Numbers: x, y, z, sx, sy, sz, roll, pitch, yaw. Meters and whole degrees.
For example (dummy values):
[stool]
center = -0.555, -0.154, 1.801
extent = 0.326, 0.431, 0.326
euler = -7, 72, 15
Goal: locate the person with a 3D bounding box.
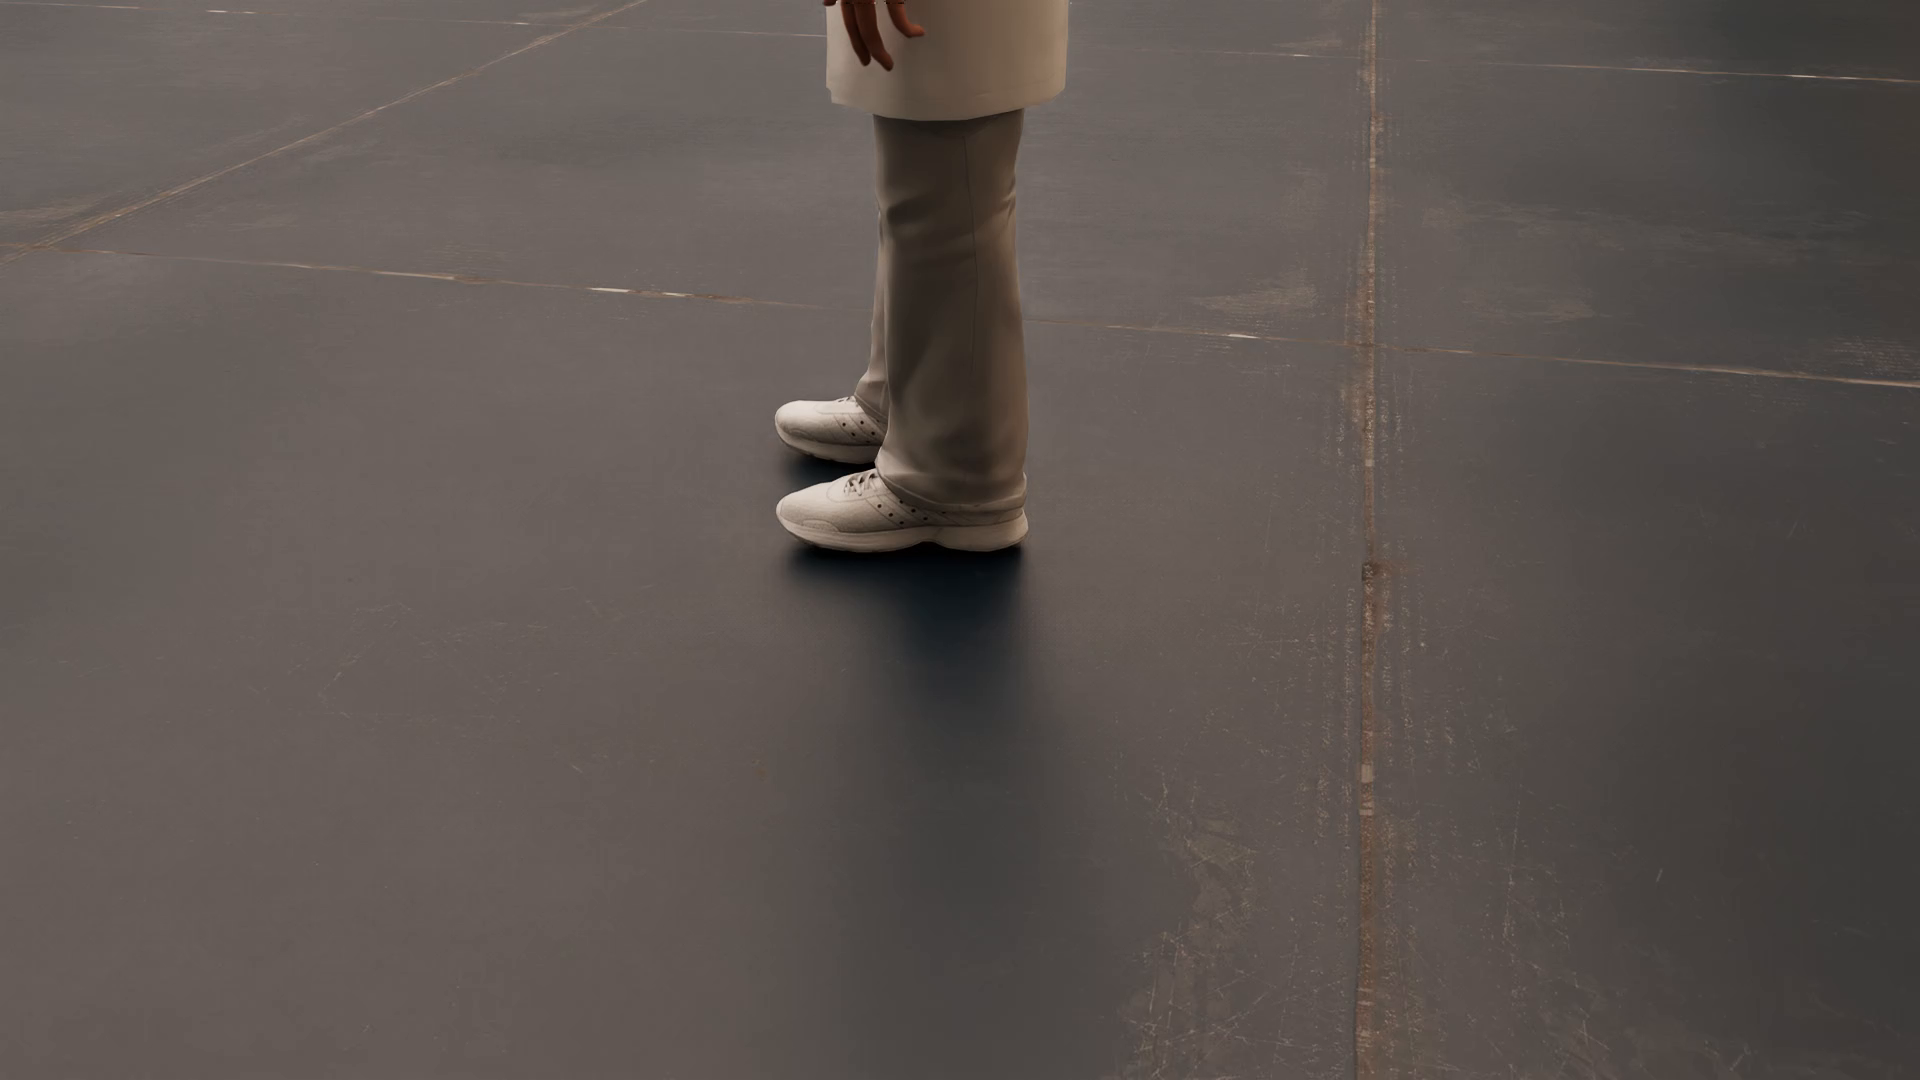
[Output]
[person]
center = -0.089, -0.811, 2.118
extent = 0.578, 1.778, 0.696
euler = 6, 27, 11
